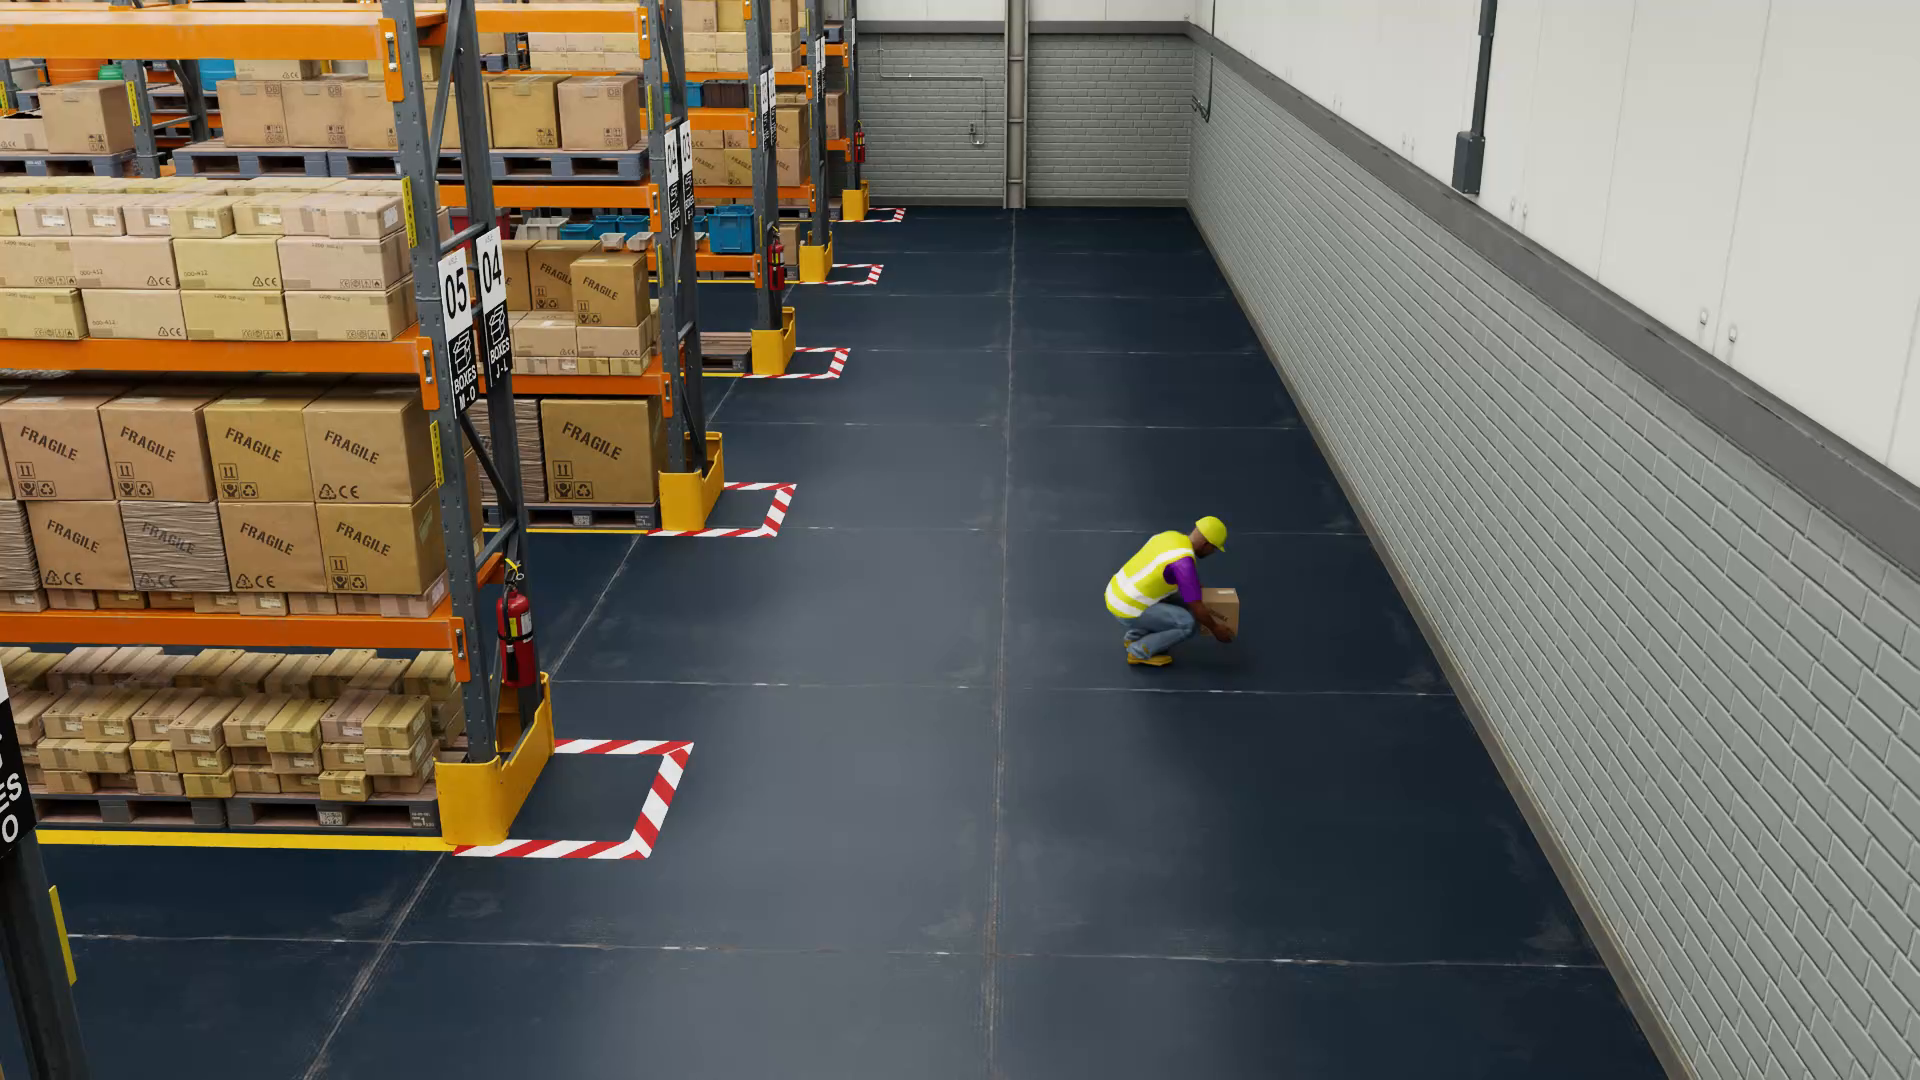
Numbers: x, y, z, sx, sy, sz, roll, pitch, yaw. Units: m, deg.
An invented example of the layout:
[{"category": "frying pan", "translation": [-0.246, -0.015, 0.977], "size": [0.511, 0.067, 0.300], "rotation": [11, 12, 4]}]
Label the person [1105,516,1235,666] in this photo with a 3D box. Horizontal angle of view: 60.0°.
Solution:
[{"category": "person", "translation": [1.427, 0.324, 11.286], "size": [0.873, 1.001, 0.587], "rotation": [1, 21, 2]}]
